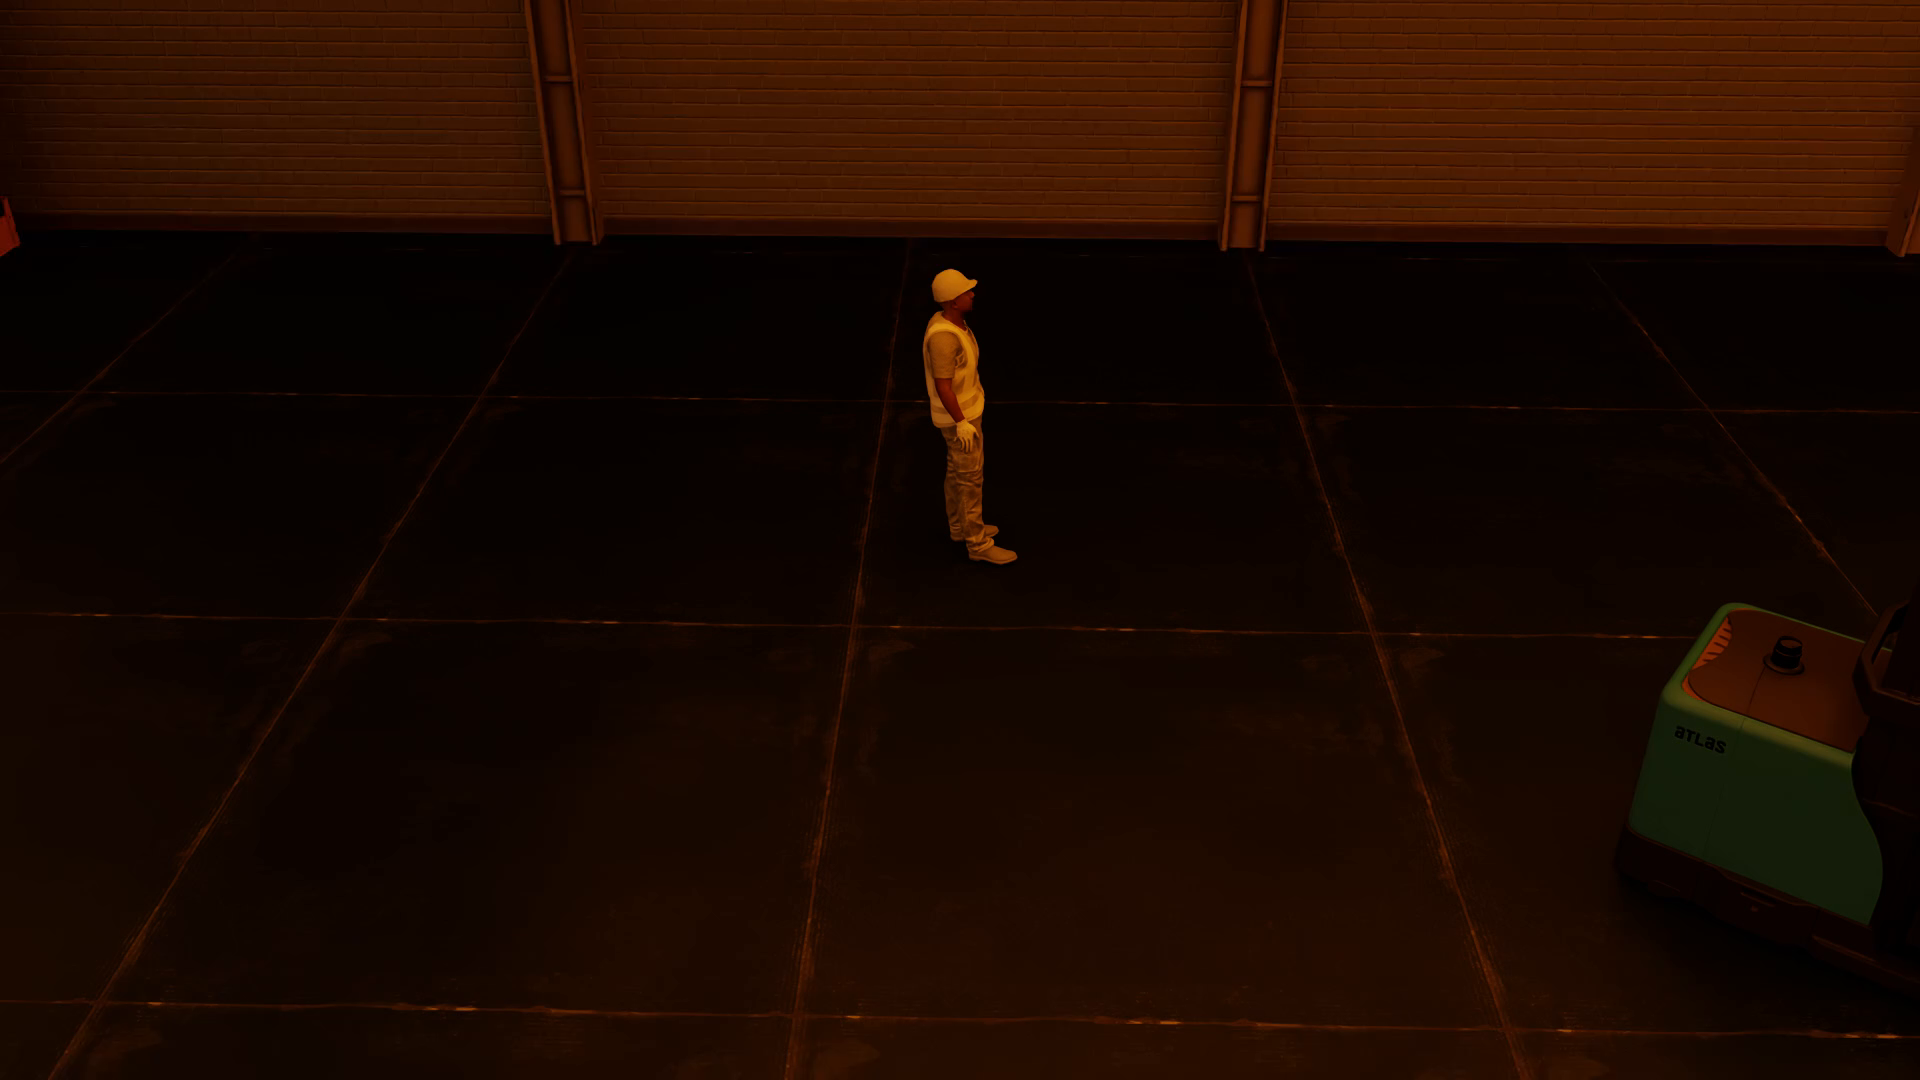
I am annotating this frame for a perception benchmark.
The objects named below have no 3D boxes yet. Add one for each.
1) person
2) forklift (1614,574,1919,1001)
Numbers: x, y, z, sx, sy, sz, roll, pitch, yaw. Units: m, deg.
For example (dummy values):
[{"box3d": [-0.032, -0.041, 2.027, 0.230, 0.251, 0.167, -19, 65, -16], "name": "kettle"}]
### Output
[{"box3d": [0.071, -0.769, 10.034, 0.577, 1.782, 0.656, 1, 31, 1], "name": "person"}, {"box3d": [4.545, 0.587, 6.619, 3.031, 2.935, 1.130, 21, 37, 32], "name": "forklift"}]
